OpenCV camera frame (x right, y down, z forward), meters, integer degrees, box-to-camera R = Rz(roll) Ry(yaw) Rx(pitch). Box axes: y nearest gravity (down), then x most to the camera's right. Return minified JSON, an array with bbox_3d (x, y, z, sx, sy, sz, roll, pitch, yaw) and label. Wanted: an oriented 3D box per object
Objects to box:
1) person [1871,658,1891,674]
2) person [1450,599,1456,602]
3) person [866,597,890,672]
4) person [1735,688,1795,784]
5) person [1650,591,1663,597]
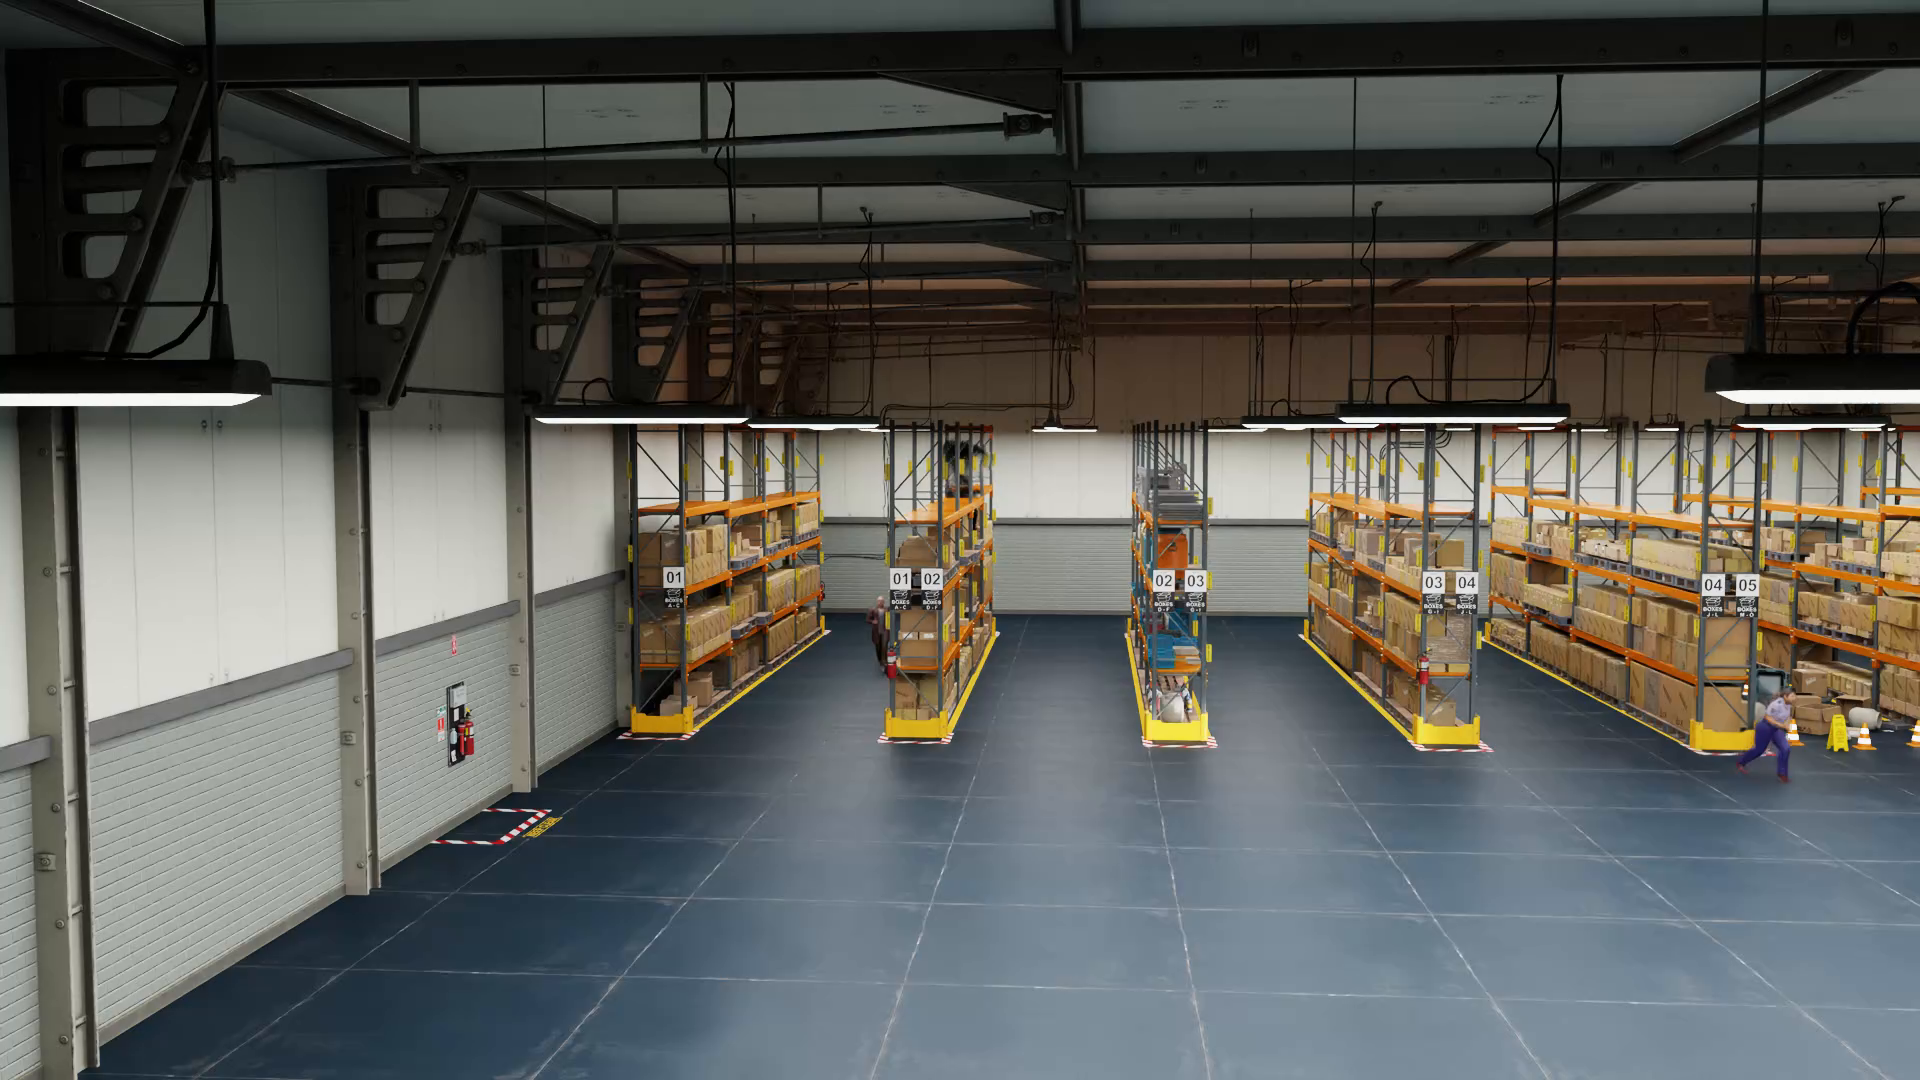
[{"bbox_3d":[21.004,2.518,37.841,0.676,1.714,0.854,0,4,5],"label":"person"},{"bbox_3d":[13.450,2.040,45.411,0.561,1.615,0.786,0,4,3],"label":"person"},{"bbox_3d":[-1.926,2.255,40.283,0.710,1.768,1.034,0,4,-1],"label":"person"},{"bbox_3d":[13.387,3.220,27.640,0.649,1.613,0.962,-3,5,-38],"label":"person"},{"bbox_3d":[19.822,1.883,47.202,0.689,1.736,0.700,1,4,13],"label":"person"}]
